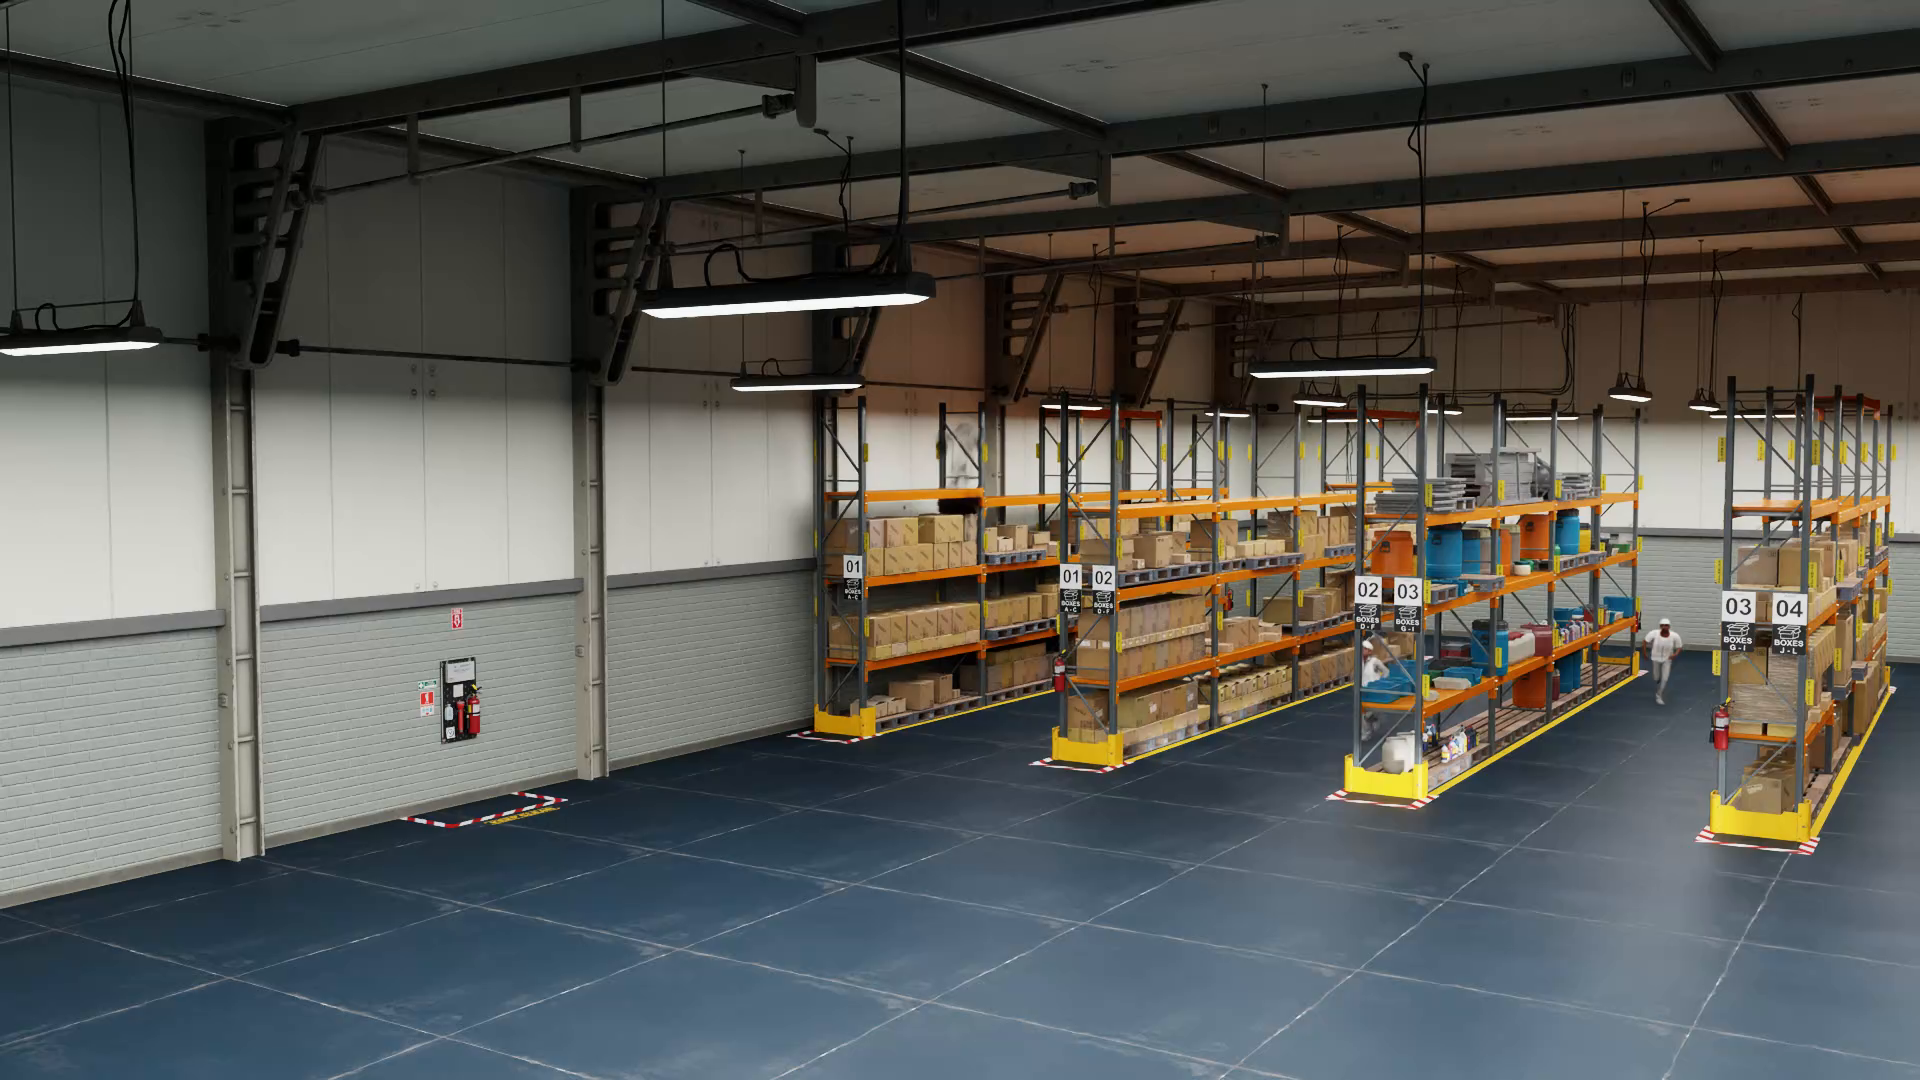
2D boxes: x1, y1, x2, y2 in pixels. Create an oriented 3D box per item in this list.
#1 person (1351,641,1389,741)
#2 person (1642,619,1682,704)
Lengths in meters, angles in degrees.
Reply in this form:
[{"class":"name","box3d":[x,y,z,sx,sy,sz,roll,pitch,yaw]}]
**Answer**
[{"class":"person","box3d":[7.104,2.625,28.915,0.674,1.738,0.653,3,4,40]},{"class":"person","box3d":[14.057,2.417,33.293,0.742,1.716,0.695,1,3,25]}]
